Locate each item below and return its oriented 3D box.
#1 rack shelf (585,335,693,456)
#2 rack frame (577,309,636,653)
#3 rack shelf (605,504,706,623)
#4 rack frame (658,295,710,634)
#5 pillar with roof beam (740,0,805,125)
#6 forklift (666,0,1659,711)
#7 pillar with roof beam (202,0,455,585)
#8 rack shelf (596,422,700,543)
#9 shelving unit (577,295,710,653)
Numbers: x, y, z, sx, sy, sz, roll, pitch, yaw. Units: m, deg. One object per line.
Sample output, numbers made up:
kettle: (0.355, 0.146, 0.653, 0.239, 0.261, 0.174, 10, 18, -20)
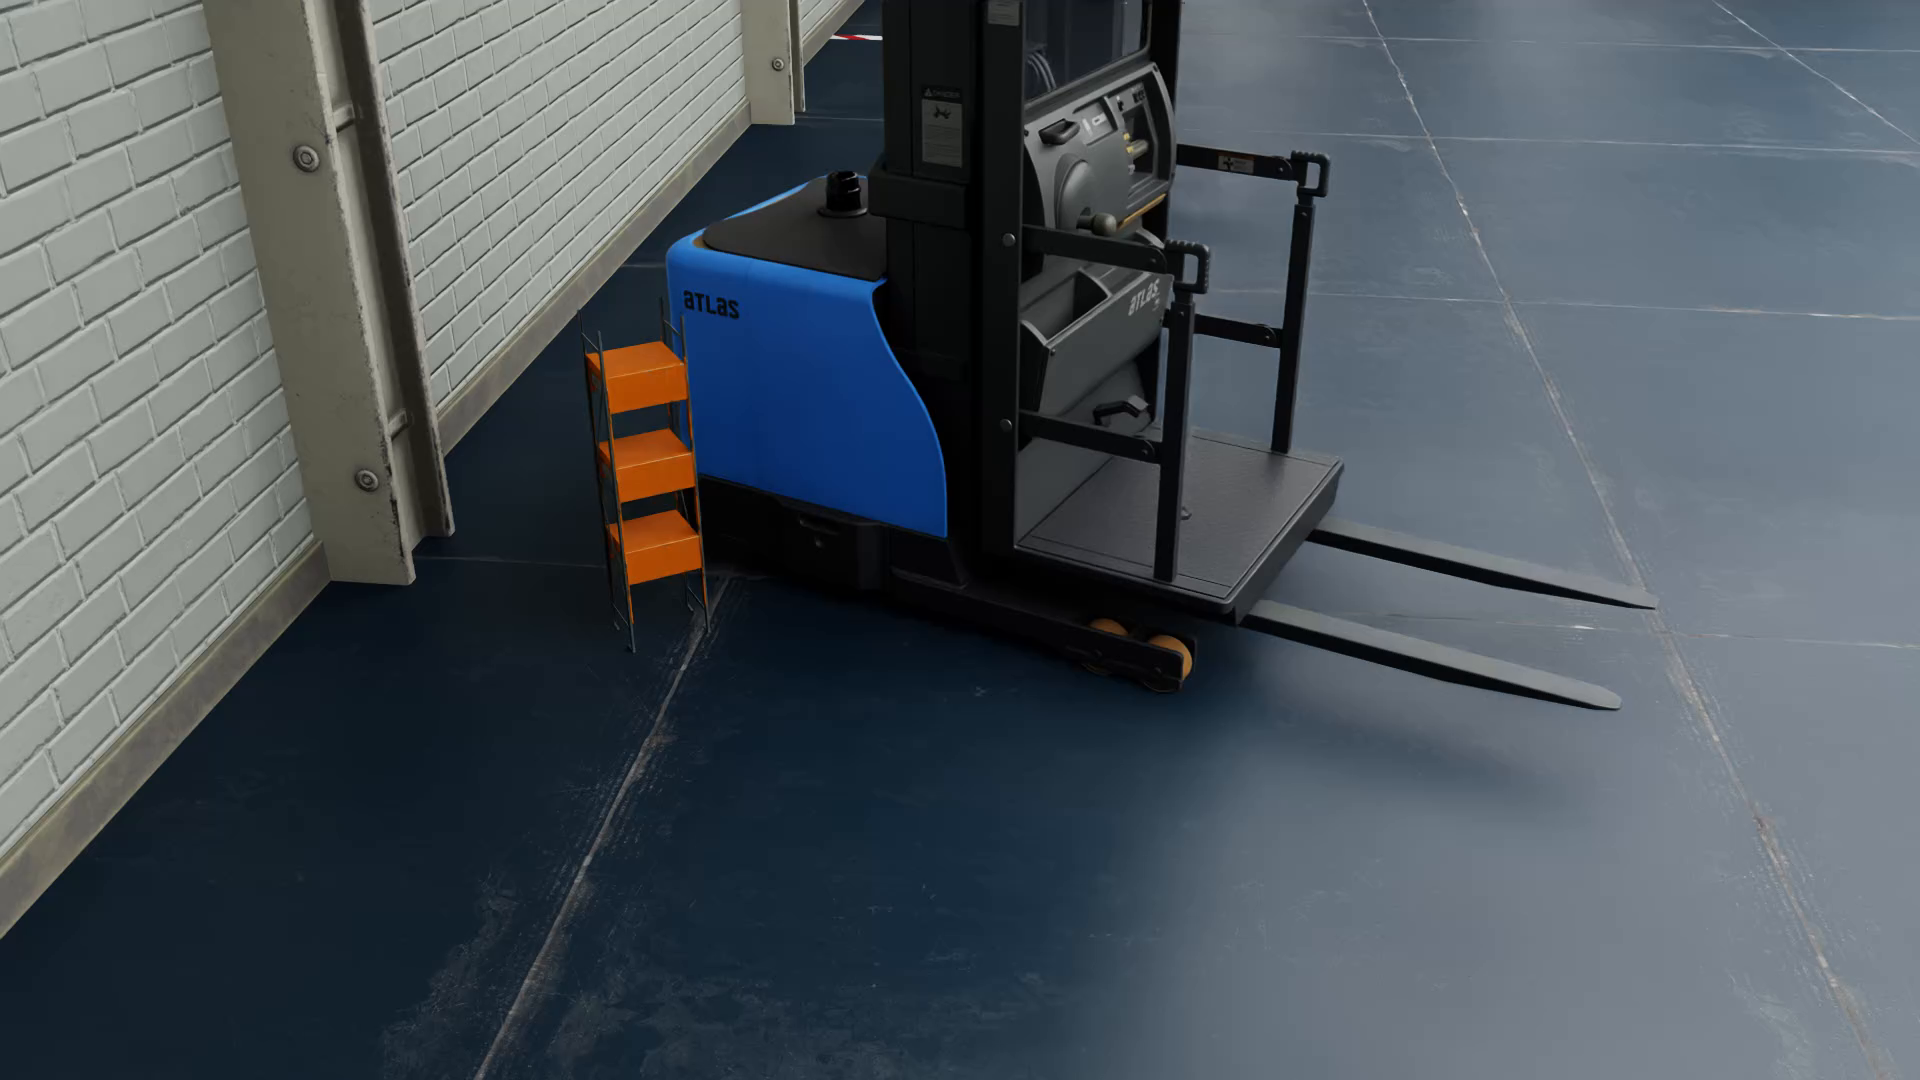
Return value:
rack shelf: (-0.940, -0.425, 4.856, 0.240, 0.259, 0.215, -14, 31, -25)
rack frame: (-1.047, -0.157, 4.934, 0.008, 1.050, 0.200, -14, 31, -25)
rack shelf: (-0.940, 0.070, 5.122, 0.240, 0.259, 0.215, -14, 31, -25)
rack frame: (-0.832, -0.212, 5.036, 0.008, 1.050, 0.200, -14, 31, -25)
pillar with roof beam: (3.067, -6.489, 8.307, 9.100, 9.000, 0.400, 3, 28, 6)
forklift: (0.598, -1.129, 4.754, 3.031, 2.935, 1.130, 15, 32, 25)
pillar with roof beam: (2.332, -3.665, 3.065, 9.100, 9.000, 0.400, 3, 28, 6)
rack shelf: (-0.940, -0.175, 4.990, 0.240, 0.259, 0.215, -14, 31, -25)
shelving unit: (-0.940, -0.184, 4.985, 0.252, 1.050, 0.215, -14, 31, -25)
